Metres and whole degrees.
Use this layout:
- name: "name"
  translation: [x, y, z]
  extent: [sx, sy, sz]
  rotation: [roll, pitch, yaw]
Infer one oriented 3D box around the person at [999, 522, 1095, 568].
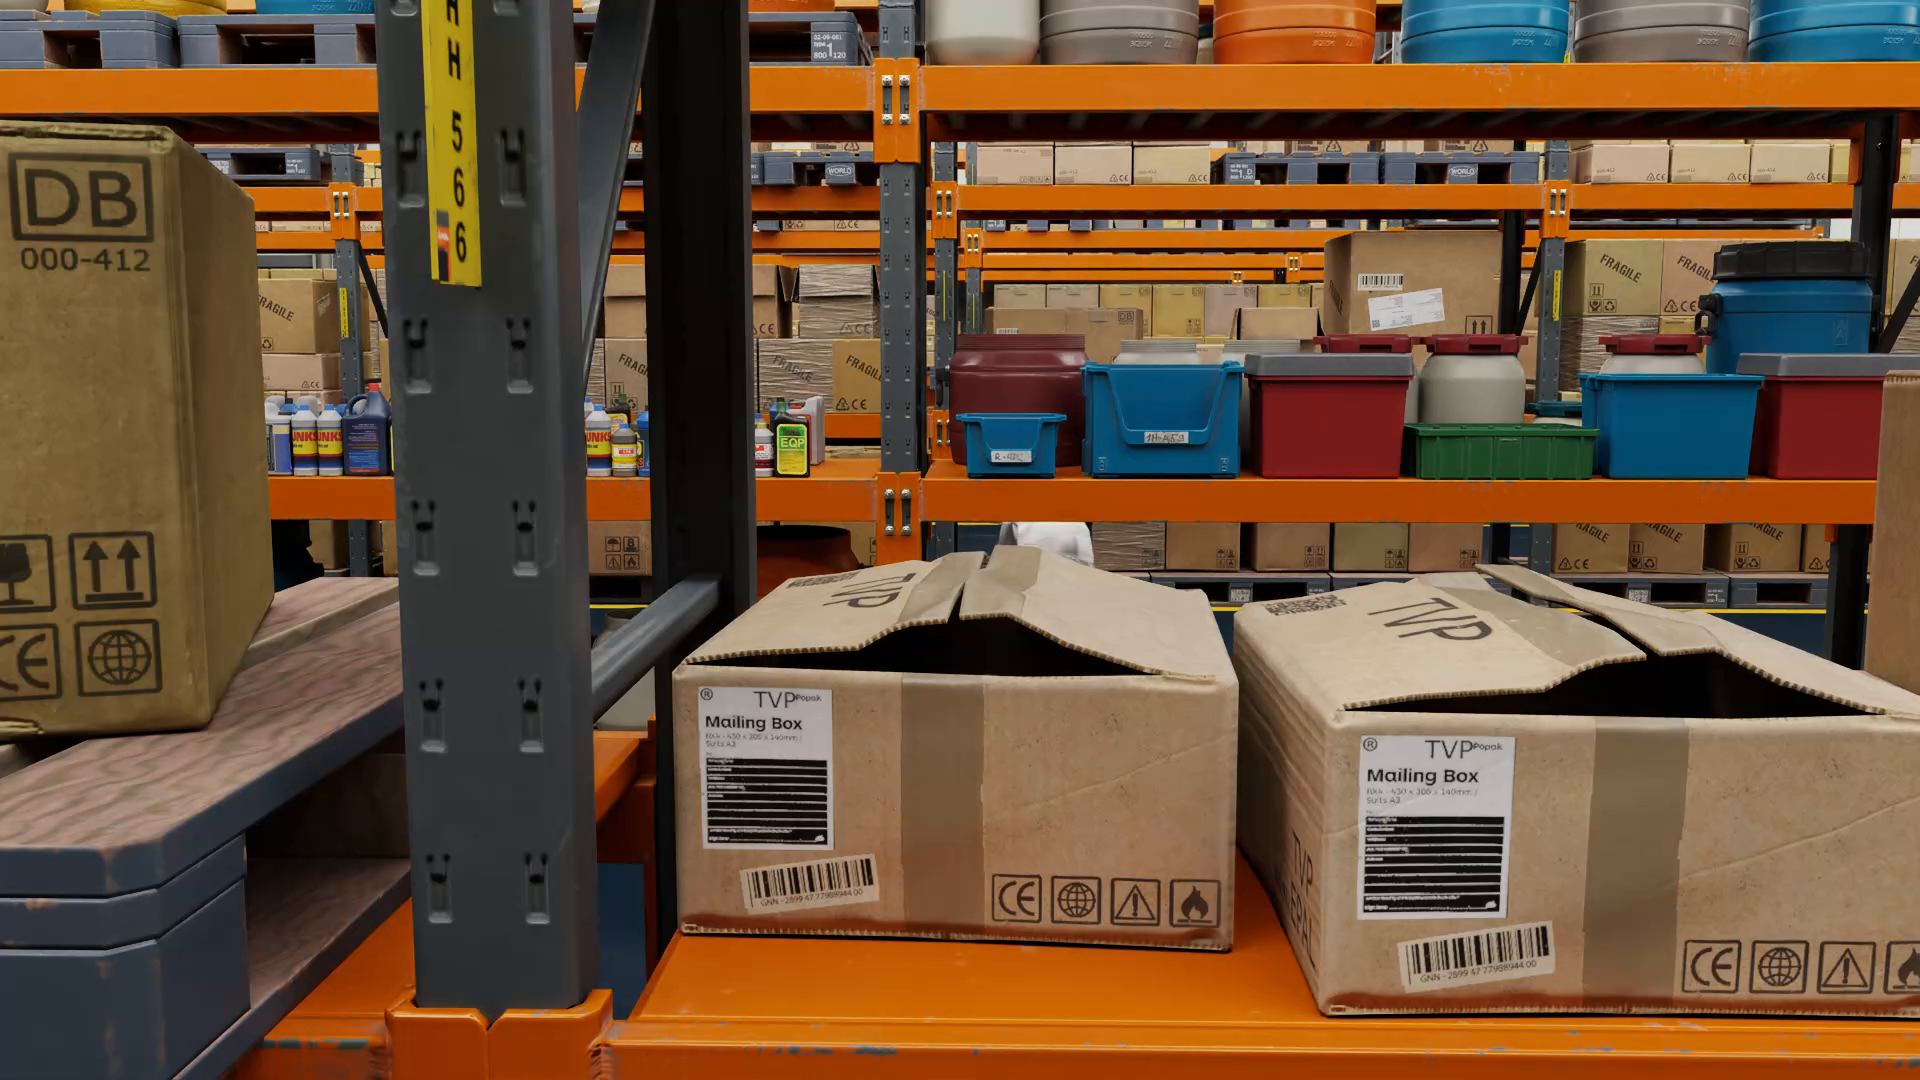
- name: "person"
  translation: [0.478, 0.237, 9.000]
  extent: [0.527, 0.988, 0.949]
  rotation: [0, 7, -1]
